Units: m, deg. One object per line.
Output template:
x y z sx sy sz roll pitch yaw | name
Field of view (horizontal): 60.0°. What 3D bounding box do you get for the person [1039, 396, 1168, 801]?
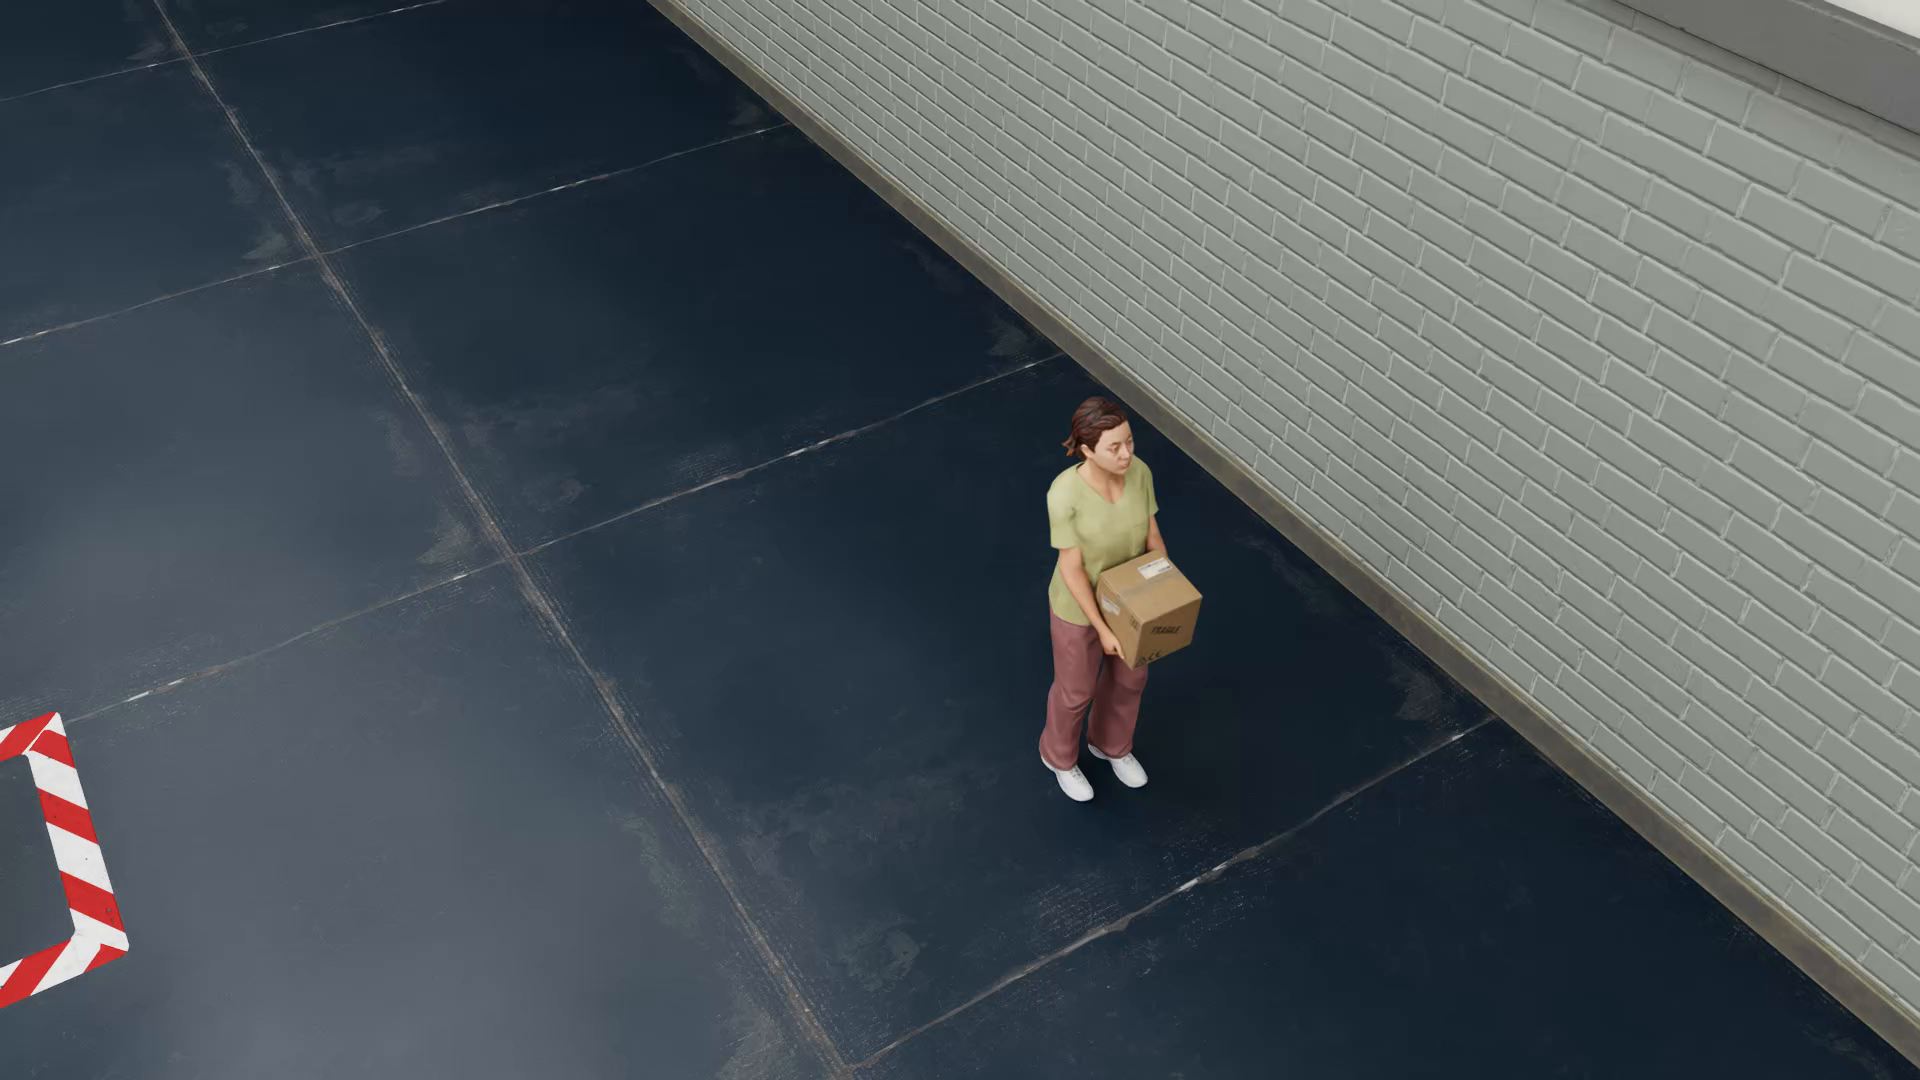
0.525 0.258 5.871 0.426 1.664 0.551 -22 45 -23 | person
